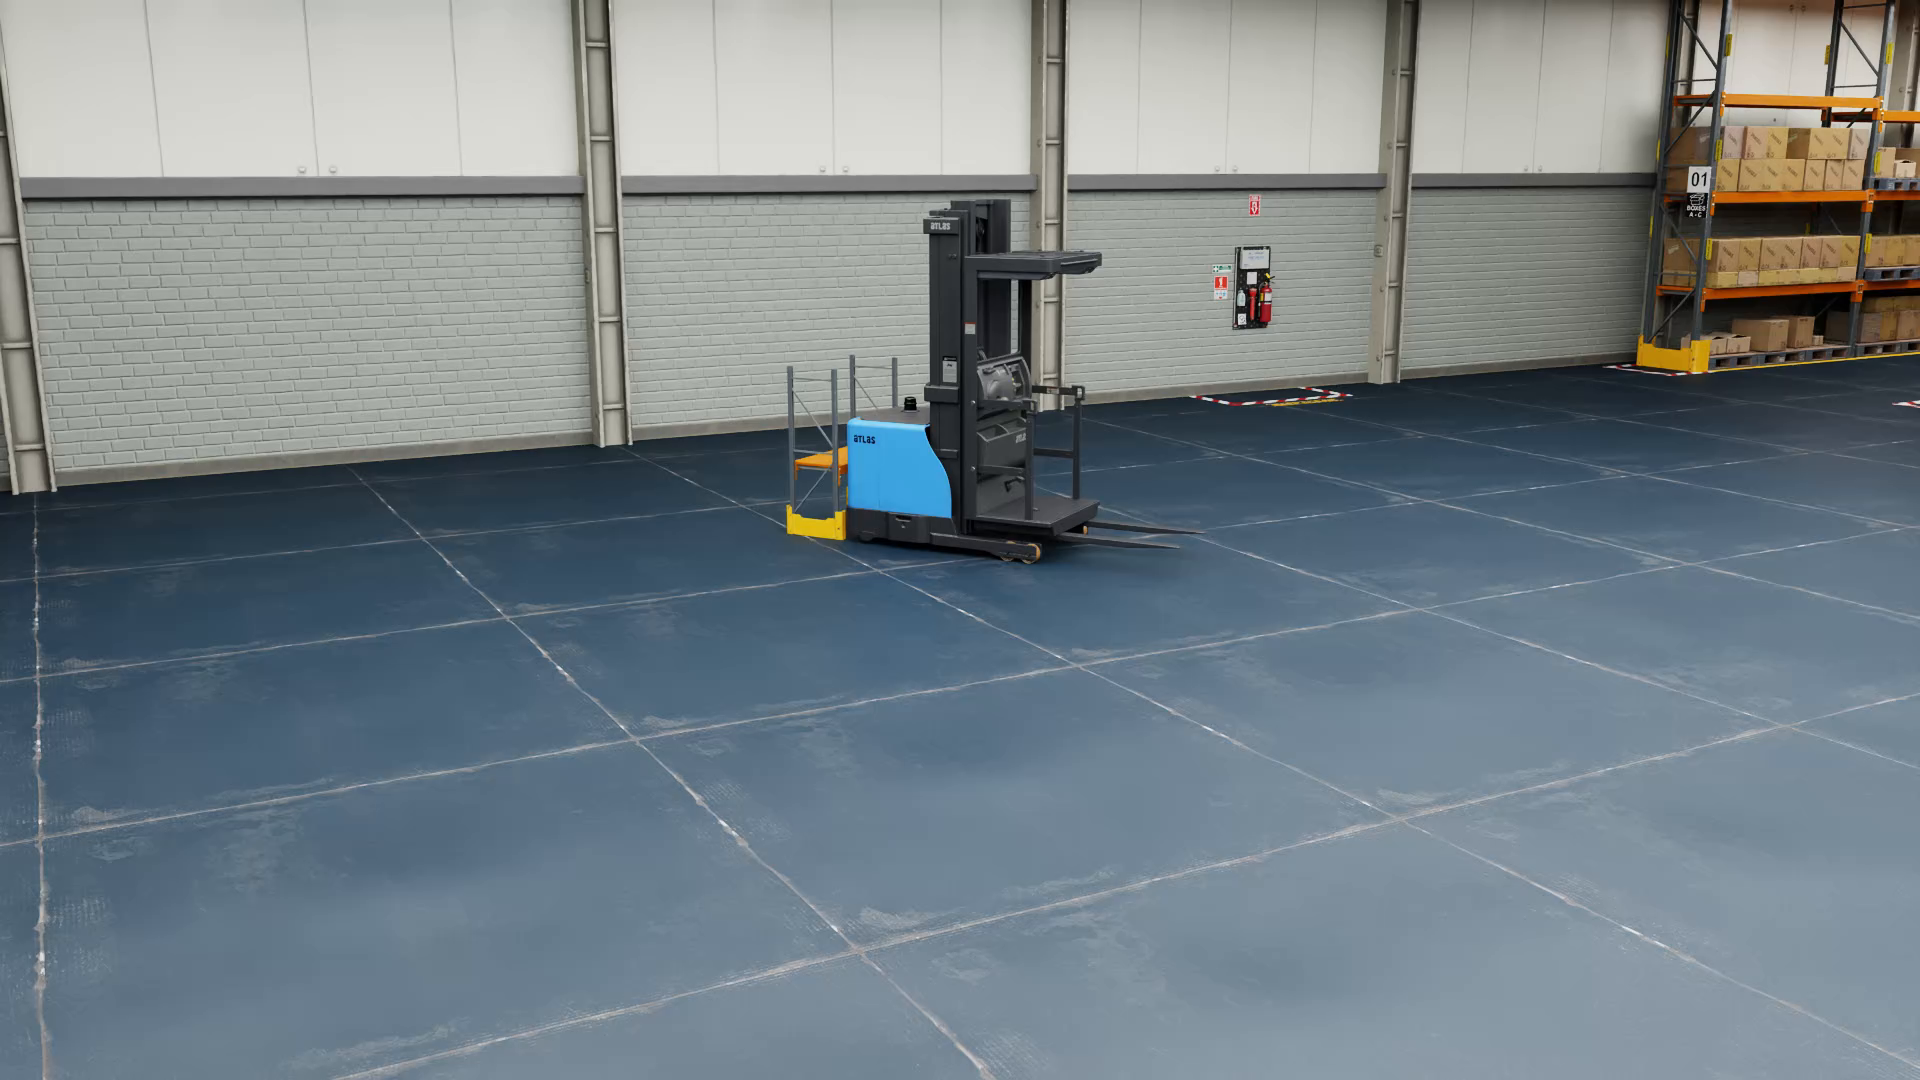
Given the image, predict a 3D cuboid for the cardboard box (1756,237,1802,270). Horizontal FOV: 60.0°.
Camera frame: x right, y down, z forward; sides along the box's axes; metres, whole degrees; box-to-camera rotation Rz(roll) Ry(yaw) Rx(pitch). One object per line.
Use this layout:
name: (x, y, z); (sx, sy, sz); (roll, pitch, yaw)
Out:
cardboard box: (13.401, -4.705, 27.272); (0.500, 0.500, 0.500); (-6, 14, -26)

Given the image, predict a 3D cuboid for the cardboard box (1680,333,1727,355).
cardboard box: (12.146, -3.209, 27.157); (0.500, 0.311, 0.500); (-9, 15, -34)

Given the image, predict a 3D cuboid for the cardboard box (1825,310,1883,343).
cardboard box: (15.644, -3.747, 29.118); (0.500, 0.500, 0.700); (-6, 14, -26)

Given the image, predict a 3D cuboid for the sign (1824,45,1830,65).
sign: (14.735, -8.237, 28.228); (0.005, 0.325, 0.100); (-7, 14, -28)

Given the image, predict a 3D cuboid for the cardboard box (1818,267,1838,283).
cardboard box: (14.294, -4.449, 27.841); (0.500, 0.250, 0.500); (-7, 14, -28)

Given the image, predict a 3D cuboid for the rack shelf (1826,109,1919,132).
rack shelf: (16.762, -7.262, 28.933); (4.000, 0.370, 1.077); (-7, 14, -28)

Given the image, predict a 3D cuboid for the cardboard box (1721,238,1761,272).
cardboard box: (12.497, -4.595, 26.784); (0.500, 0.500, 0.500); (-7, 14, -28)

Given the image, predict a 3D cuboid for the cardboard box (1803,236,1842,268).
cardboard box: (14.304, -4.811, 27.742); (0.500, 0.500, 0.500); (-7, 14, -28)

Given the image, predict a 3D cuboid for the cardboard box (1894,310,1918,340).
cardboard box: (16.541, -3.857, 29.607); (0.500, 0.500, 0.700); (-7, 14, -27)

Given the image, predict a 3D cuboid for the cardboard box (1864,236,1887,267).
cardboard box: (15.469, -4.982, 28.683); (0.500, 0.500, 0.700); (-7, 14, -28)

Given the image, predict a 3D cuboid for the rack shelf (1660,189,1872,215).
rack shelf: (13.251, -5.573, 27.349); (4.000, 0.370, 1.077); (-7, 14, -28)

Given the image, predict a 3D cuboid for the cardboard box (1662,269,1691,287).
cardboard box: (11.813, -4.274, 27.063); (0.500, 0.250, 0.500); (-7, 14, -27)

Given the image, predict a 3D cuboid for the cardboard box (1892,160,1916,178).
cardboard box: (16.065, -6.403, 28.643); (0.500, 0.311, 0.500); (-6, 14, -26)

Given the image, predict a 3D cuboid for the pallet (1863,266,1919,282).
pallet: (15.747, -4.630, 28.788); (1.213, 0.211, 1.003); (-7, 14, -28)

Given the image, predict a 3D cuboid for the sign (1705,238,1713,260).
sign: (11.755, -4.568, 26.104); (0.005, 0.325, 0.100); (-7, 14, -28)

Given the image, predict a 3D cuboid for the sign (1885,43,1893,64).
sign: (15.250, -7.986, 27.291); (0.005, 0.325, 0.100); (-7, 14, -28)

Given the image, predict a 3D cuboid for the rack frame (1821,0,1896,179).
rack frame: (15.006, -7.598, 27.875); (0.127, 3.000, 1.000); (-7, 14, -28)

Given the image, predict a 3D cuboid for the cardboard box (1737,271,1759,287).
cardboard box: (12.525, -4.235, 26.889); (0.500, 0.250, 0.500); (-7, 15, -30)

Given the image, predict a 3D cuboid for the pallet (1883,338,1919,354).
pallet: (16.761, -3.522, 29.779); (1.213, 0.211, 1.003); (-7, 14, -28)

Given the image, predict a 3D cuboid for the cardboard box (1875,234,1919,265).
cardboard box: (16.526, -5.114, 29.273); (0.500, 0.500, 0.700); (-5, 14, -20)

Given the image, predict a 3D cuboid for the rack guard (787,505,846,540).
rack guard: (-1.276, -0.158, 14.744); (0.587, 0.250, 0.087); (7, 14, 28)

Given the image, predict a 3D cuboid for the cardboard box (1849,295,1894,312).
cardboard box: (16.029, -4.160, 29.245); (0.500, 0.250, 0.500); (-7, 15, -29)

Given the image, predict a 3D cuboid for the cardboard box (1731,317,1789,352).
cardboard box: (13.314, -3.429, 27.703); (0.500, 0.500, 0.700); (-8, 15, -31)

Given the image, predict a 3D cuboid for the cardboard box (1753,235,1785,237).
cardboard box: (13.598, -4.859, 27.958); (0.500, 0.500, 0.500); (-6, 14, -26)

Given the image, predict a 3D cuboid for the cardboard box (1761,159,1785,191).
cardboard box: (12.851, -5.864, 26.730); (0.500, 0.500, 0.500); (-6, 14, -25)

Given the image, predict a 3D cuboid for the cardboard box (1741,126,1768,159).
cardboard box: (12.414, -6.297, 26.375); (0.500, 0.500, 0.500); (-7, 14, -29)

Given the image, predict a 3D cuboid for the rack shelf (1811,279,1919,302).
rack shelf: (16.762, -4.531, 29.548); (4.000, 0.370, 1.077); (-7, 14, -28)

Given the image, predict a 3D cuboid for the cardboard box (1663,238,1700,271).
cardboard box: (11.807, -4.643, 26.998); (0.500, 0.500, 0.500); (-7, 14, -28)

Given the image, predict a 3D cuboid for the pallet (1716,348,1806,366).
pallet: (13.361, -3.104, 27.922); (1.213, 0.211, 1.003); (-7, 14, -28)

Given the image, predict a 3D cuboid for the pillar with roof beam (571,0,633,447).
pillar with roof beam: (-2.041, -4.694, 14.973); (0.400, 9.000, 9.100); (-7, 14, -28)

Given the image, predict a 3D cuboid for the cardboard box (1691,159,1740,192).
cardboard box: (11.909, -5.759, 26.264); (0.500, 0.500, 0.500); (-6, 14, -26)

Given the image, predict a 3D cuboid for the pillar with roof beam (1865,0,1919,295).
pillar with roof beam: (19.024, -7.219, 26.192); (0.548, 9.000, 9.100); (-7, 14, -28)

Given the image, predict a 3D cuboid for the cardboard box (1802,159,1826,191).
cardboard box: (13.763, -5.976, 27.227); (0.500, 0.500, 0.500); (-7, 15, -30)

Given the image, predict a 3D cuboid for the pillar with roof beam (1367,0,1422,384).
pillar with roof beam: (8.492, -5.957, 20.582); (0.400, 9.000, 9.100); (-7, 14, -28)

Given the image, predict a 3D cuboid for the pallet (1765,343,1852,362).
pallet: (14.434, -3.233, 28.496); (1.213, 0.211, 1.003); (-7, 14, -28)

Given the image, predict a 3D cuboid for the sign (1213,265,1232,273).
sign: (3.715, -3.843, 23.567); (0.331, 0.109, 0.001); (-7, 14, -28)

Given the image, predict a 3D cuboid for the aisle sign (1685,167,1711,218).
aisle sign: (11.576, -5.453, 26.088); (0.004, 0.787, 0.394); (-7, 14, -28)

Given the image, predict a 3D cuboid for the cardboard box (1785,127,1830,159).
cardboard box: (13.767, -6.459, 27.097); (0.500, 0.500, 0.500); (-7, 15, -30)

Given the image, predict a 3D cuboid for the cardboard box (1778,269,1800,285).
cardboard box: (13.419, -4.340, 27.357); (0.500, 0.250, 0.500); (-7, 14, -27)

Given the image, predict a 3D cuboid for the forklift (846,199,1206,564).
forklift: (0.558, -1.367, 14.008); (3.031, 2.935, 1.130); (6, 14, 26)

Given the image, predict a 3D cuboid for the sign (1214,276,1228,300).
sign: (3.707, -3.586, 23.631); (0.234, 0.329, 0.001); (-7, 14, -28)

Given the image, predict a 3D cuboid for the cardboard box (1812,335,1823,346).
cardboard box: (14.551, -3.442, 28.521); (0.250, 0.166, 0.380); (-9, 16, -35)

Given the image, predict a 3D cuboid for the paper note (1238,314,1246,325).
paper note: (4.053, -3.172, 23.878); (0.142, 0.148, 0.016); (-7, 14, -28)

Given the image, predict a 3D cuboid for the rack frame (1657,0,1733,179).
rack frame: (11.495, -7.177, 26.005); (0.127, 3.000, 1.000); (-7, 14, -28)

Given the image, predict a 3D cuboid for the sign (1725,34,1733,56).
sign: (11.755, -7.567, 25.429); (0.005, 0.325, 0.100); (-7, 14, -28)

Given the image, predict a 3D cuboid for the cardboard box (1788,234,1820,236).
cardboard box: (14.494, -4.965, 28.425); (0.500, 0.500, 0.500); (-7, 15, -29)

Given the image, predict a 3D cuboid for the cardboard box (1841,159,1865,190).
cardboard box: (14.679, -6.092, 27.742); (0.500, 0.500, 0.500); (-6, 14, -26)

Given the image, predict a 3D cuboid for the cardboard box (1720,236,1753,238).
cardboard box: (12.705, -4.750, 27.471); (0.500, 0.500, 0.500); (-7, 15, -29)

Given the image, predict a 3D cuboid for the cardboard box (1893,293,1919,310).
cardboard box: (16.931, -4.264, 29.709); (0.500, 0.250, 0.500); (-7, 14, -28)

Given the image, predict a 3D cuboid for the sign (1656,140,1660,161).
sign: (11.247, -6.255, 26.722); (0.005, 0.325, 0.100); (-7, 14, -28)

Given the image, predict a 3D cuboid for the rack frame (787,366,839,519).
rack frame: (-1.285, -0.764, 14.590); (0.500, 1.500, 0.032); (7, 14, 28)

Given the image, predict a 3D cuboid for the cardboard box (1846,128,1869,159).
cardboard box: (14.696, -6.576, 27.615); (0.500, 0.500, 0.500); (-8, 15, -33)

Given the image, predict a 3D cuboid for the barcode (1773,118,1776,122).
barcode: (13.580, -6.998, 27.714); (0.075, 0.075, 0.001); (-7, 14, -28)

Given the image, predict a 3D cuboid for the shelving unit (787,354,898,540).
shelving unit: (-1.037, -0.864, 15.033); (0.587, 1.500, 1.083); (7, 14, 28)
